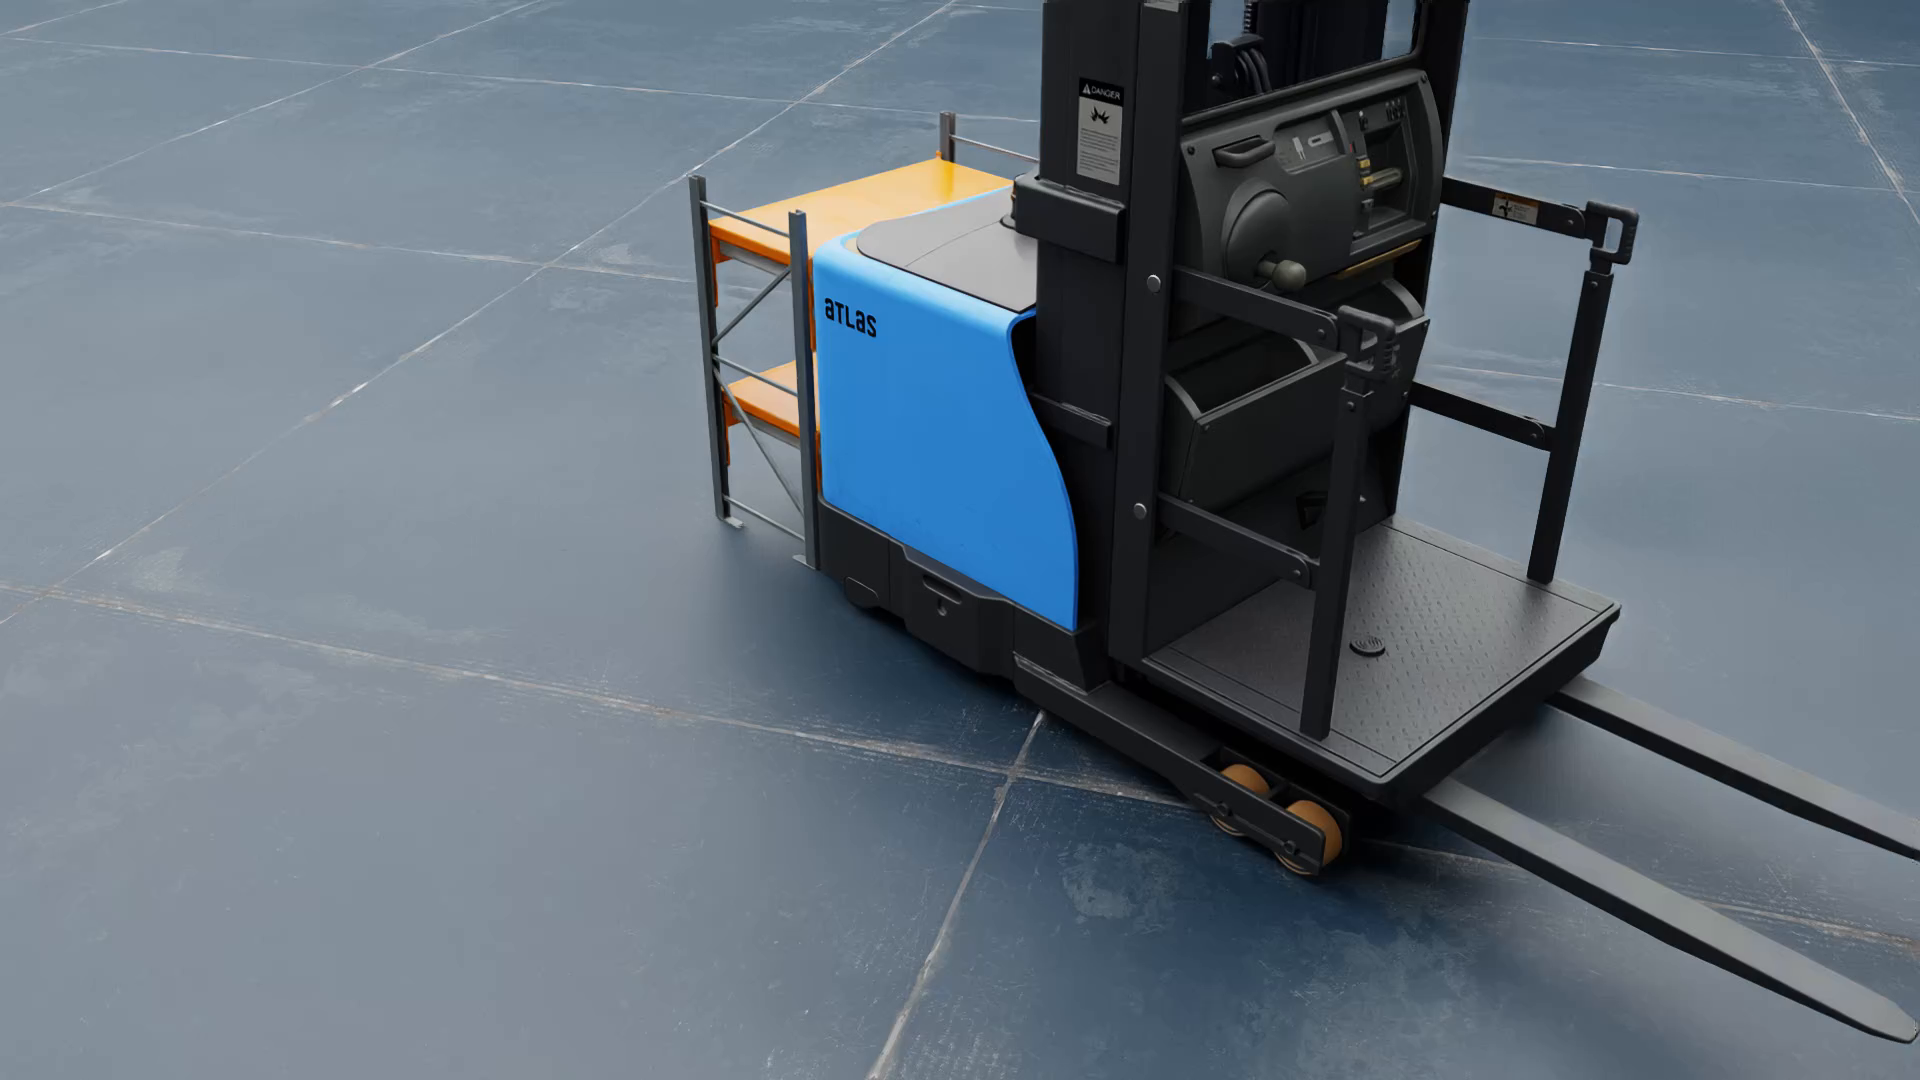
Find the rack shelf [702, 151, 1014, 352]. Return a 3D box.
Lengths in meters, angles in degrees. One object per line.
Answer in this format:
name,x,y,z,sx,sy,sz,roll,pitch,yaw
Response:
rack shelf,-0.244,-0.916,5.137,1.000,0.278,0.538,-26,38,-38

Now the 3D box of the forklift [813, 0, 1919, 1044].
forklift,0.966,-0.790,3.656,1.130,2.935,3.031,-25,38,-37

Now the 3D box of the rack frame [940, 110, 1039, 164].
rack frame,0.119,-0.833,5.591,0.032,1.125,0.500,-26,38,-38

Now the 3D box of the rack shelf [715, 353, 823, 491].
rack shelf,-0.244,-0.447,5.399,1.000,0.278,0.538,-26,38,-38

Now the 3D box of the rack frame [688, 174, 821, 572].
rack frame,-0.606,-0.487,4.968,0.032,1.125,0.500,-26,38,-38

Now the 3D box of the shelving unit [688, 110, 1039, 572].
shelving unit,-0.244,-0.660,5.280,1.048,1.125,0.538,-26,38,-38
